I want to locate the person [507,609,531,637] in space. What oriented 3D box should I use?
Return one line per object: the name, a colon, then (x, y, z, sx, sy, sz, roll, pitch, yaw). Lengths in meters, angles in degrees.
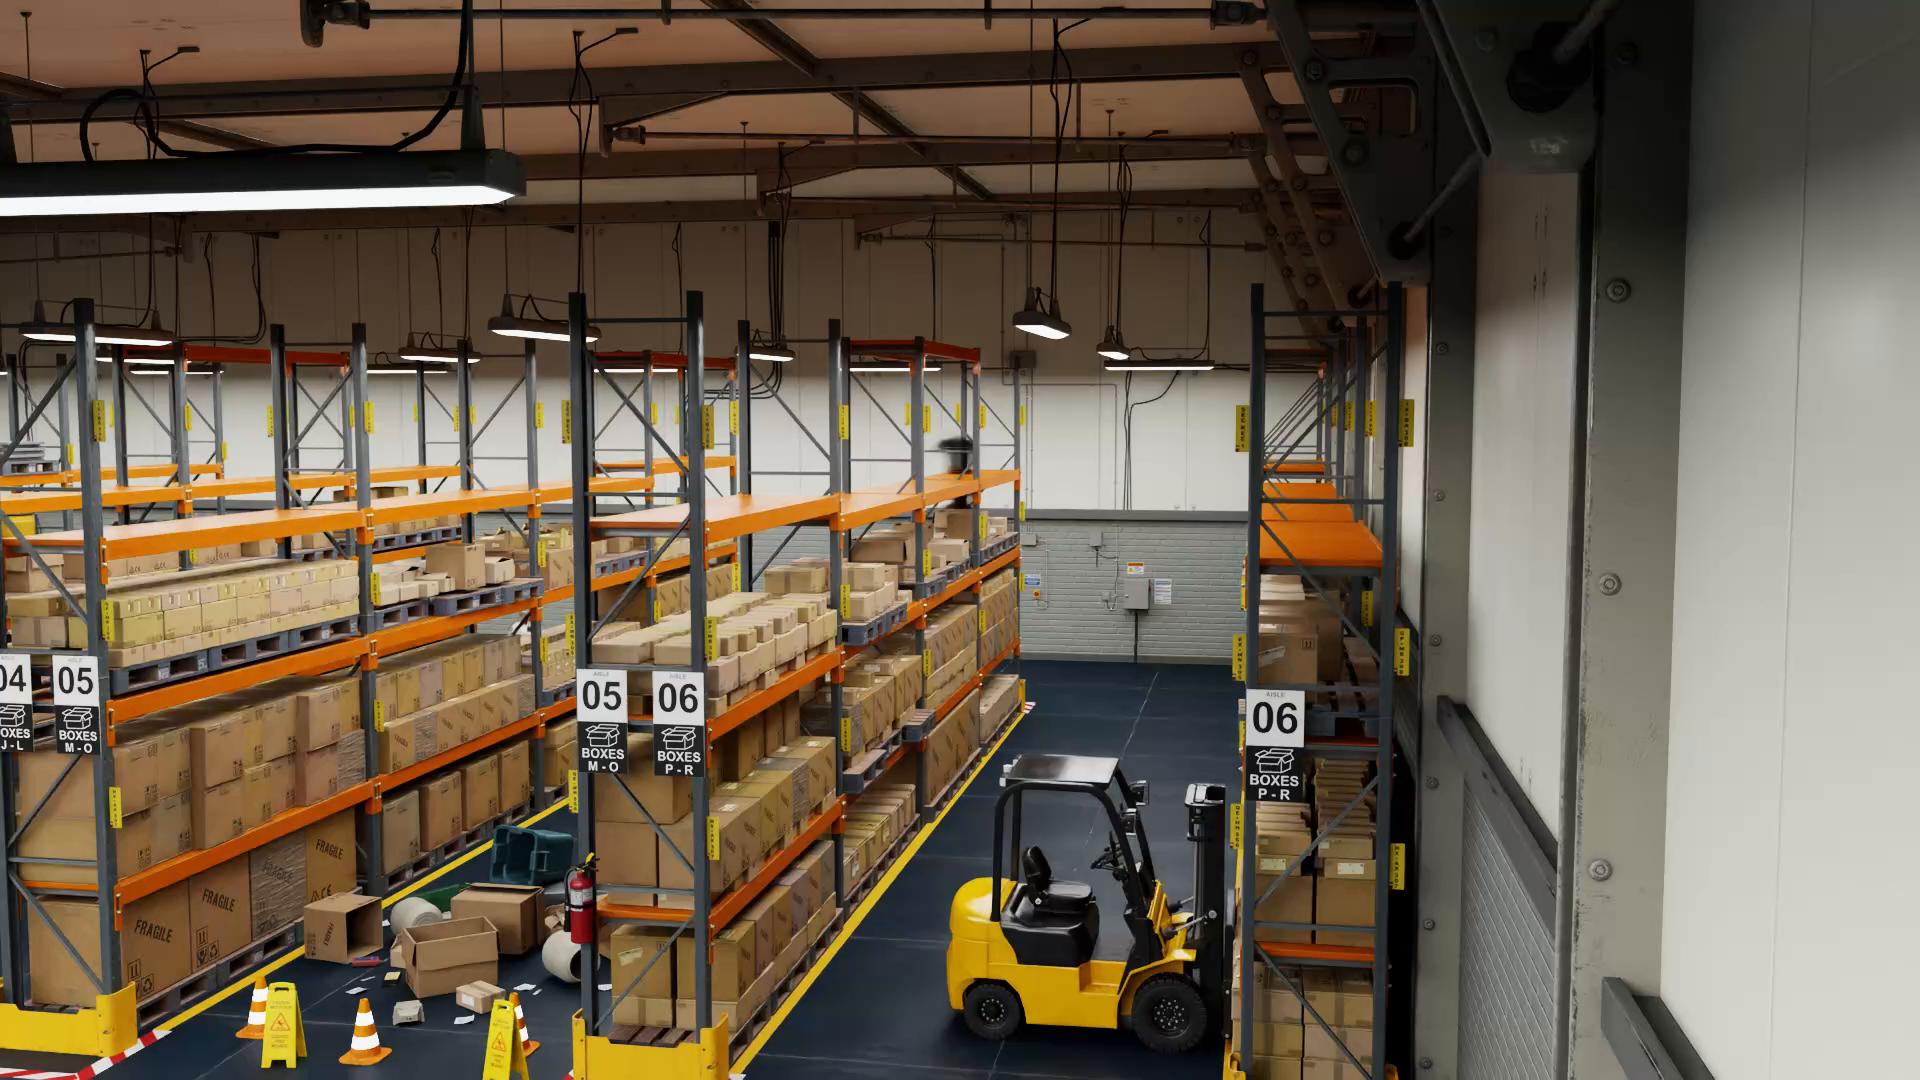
person: (-7.624, 1.992, 29.028, 0.618, 1.684, 0.702, 0, 5, -4)
